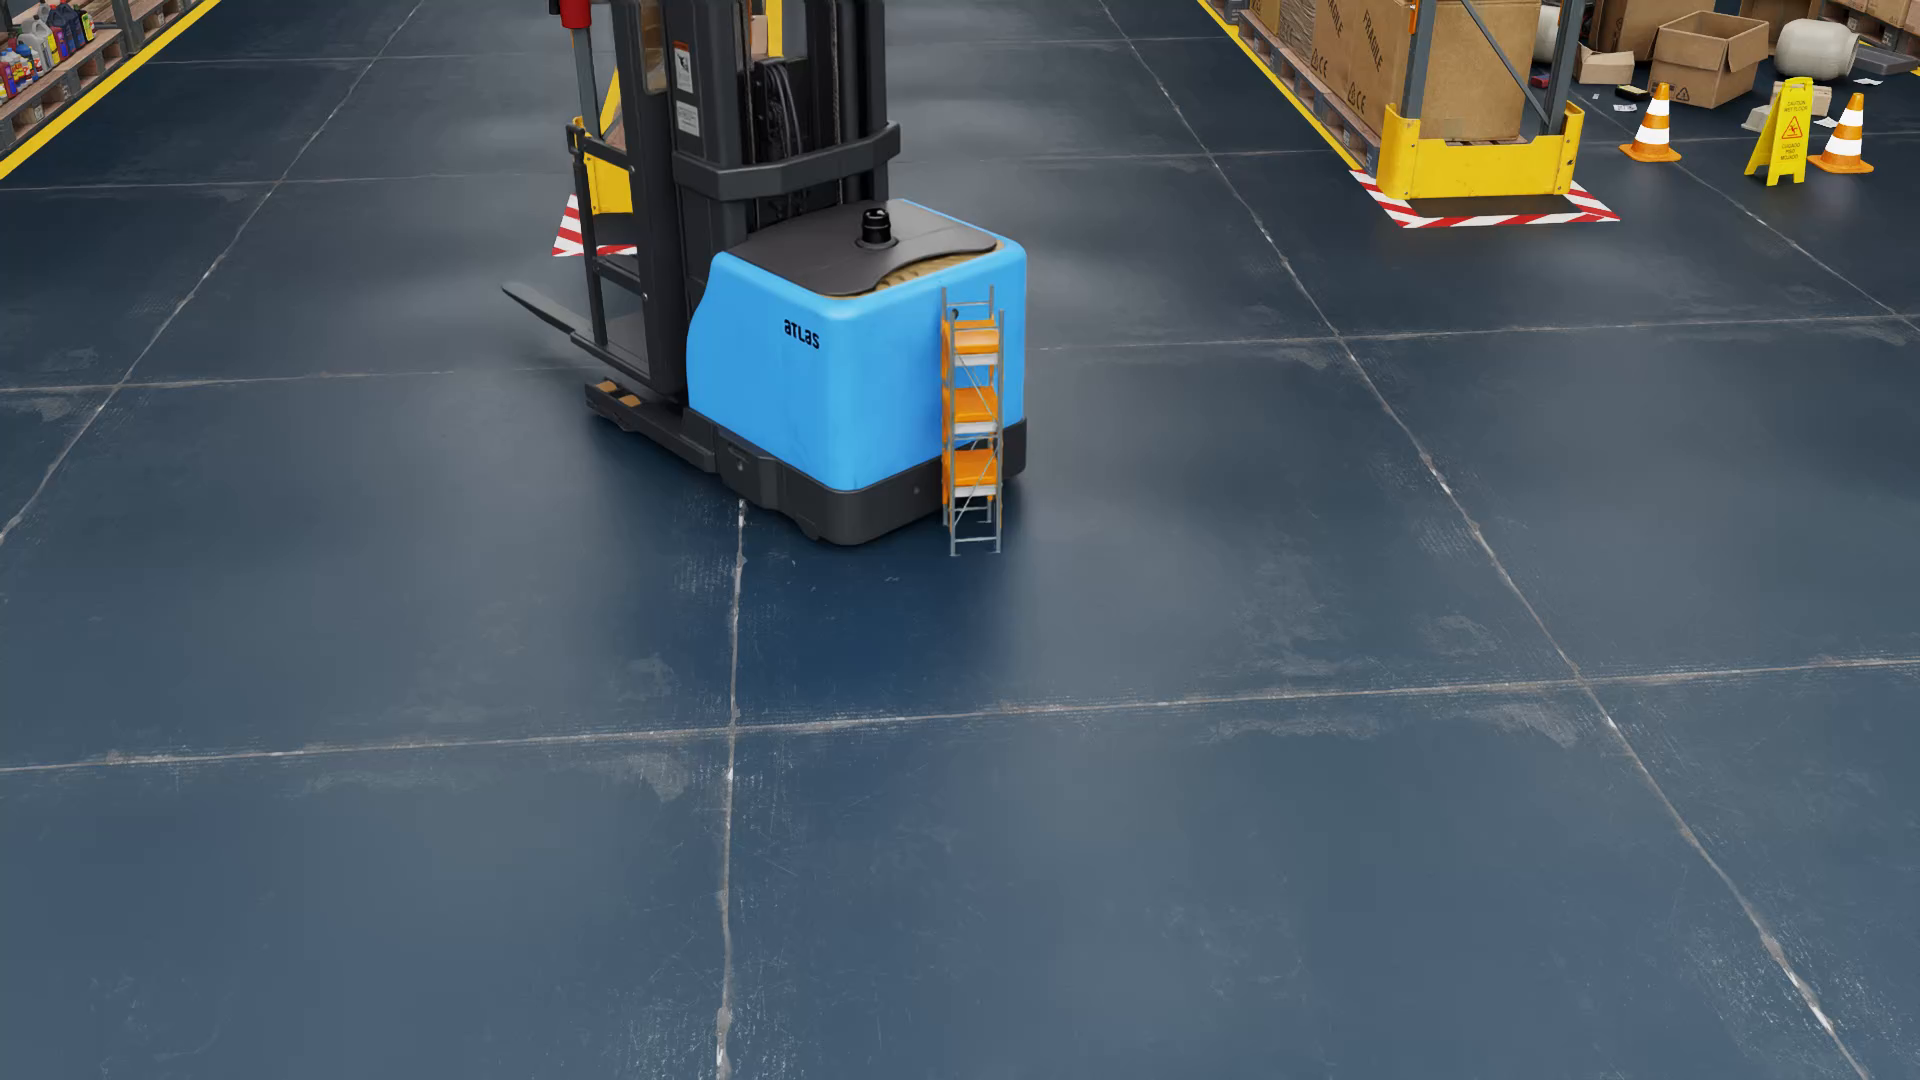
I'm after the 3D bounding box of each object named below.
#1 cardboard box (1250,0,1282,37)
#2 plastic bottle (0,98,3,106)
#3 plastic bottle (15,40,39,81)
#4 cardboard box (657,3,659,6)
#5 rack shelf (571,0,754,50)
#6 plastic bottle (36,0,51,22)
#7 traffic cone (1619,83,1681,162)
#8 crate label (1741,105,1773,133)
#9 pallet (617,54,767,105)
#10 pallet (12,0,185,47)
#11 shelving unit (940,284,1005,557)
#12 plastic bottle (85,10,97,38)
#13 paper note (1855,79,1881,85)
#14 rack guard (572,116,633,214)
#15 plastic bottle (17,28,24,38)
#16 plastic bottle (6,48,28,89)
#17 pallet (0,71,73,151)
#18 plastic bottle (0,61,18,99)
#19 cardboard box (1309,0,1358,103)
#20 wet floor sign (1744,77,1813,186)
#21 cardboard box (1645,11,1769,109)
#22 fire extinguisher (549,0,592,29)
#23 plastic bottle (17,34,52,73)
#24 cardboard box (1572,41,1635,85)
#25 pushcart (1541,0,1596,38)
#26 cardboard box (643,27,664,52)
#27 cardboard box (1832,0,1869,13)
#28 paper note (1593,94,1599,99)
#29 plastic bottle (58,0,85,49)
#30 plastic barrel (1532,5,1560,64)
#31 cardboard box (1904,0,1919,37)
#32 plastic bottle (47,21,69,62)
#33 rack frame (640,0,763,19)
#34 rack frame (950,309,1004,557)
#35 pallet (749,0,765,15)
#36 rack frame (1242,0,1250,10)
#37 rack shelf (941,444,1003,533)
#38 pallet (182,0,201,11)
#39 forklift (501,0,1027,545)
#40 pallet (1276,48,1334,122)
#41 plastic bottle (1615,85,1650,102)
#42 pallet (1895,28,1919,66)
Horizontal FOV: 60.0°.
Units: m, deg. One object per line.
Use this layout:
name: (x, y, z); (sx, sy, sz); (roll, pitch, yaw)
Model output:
cardboard box: (2.833, -4.501, 13.024); (0.875, 0.875, 0.875); (-2, 31, -4)
plastic bottle: (-6.520, -3.050, 11.163); (0.097, 0.271, 0.097); (0, 31, 0)
plastic bottle: (-6.581, -3.380, 11.715); (0.097, 0.271, 0.097); (0, 31, 0)
cardboard box: (-1.909, -3.668, 11.993); (0.500, 0.500, 0.500); (-5, 31, -9)
rack shelf: (-1.917, -4.042, 11.293); (1.077, 0.370, 4.000); (-3, 31, -5)
plastic bottle: (-6.831, -3.864, 12.448); (0.144, 0.351, 0.185); (-3, 31, -5)
traffic cone: (4.582, -2.766, 10.929); (0.336, 0.463, 0.334); (-3, 31, -5)
crate label: (5.603, -2.905, 11.480); (0.250, 0.136, 0.298); (-20, 36, -30)
pallet: (-1.889, -3.209, 11.917); (1.003, 0.211, 1.213); (-3, 31, -5)
pallet: (-7.147, -4.336, 13.804); (1.003, 0.211, 1.213); (-3, 31, -5)
shelving unit: (0.046, -0.454, 6.486); (0.215, 1.050, 0.252); (-4, 31, -6)
plastic bottle: (-6.691, -3.952, 12.741); (0.097, 0.201, 0.097); (0, 31, 0)
paper note: (6.828, -3.451, 12.497); (0.142, 0.019, 0.148); (-14, 33, -22)
rack guard: (-1.737, -2.295, 10.105); (1.175, 0.500, 0.348); (-3, 31, -5)
plastic bottle: (-6.739, -3.561, 12.007); (0.061, 0.283, 0.133); (-3, 31, -5)
plastic bottle: (-6.562, -3.277, 11.542); (0.097, 0.271, 0.097); (0, 31, 0)
pallet: (-6.897, -2.968, 11.513); (1.003, 0.211, 1.213); (-3, 31, -5)
plastic bottle: (-6.523, -3.172, 11.355); (0.061, 0.283, 0.133); (-2, 31, -4)
cardboard box: (3.004, -3.576, 11.474); (0.875, 0.875, 0.875); (-3, 31, -5)
wet floor sign: (5.192, -2.585, 10.448); (0.267, 0.644, 0.232); (-8, 32, -13)
cardboard box: (5.452, -3.508, 12.133); (0.637, 0.503, 0.797); (27, 40, 37)
fire extinguisher: (-2.178, -3.216, 9.284); (0.296, 0.674, 0.183); (-3, 31, -5)
plastic bottle: (-6.629, -3.493, 11.900); (0.152, 0.276, 0.135); (-2, 31, -4)
cardboard box: (4.838, -3.595, 12.509); (0.396, 0.266, 0.258); (2, 31, 4)
pushcart: (5.498, -4.586, 14.060); (1.648, 0.377, 0.936); (-14, 33, -22)
cardboard box: (-1.862, -3.060, 10.976); (0.500, 0.500, 0.500); (5, 31, 8)
cardboard box: (7.549, -4.532, 13.685); (0.500, 0.250, 0.500); (-4, 31, -7)
paper note: (4.659, -3.250, 12.181); (0.032, 0.001, 0.123); (13, 33, 21)
plastic bottle: (-6.688, -3.871, 12.460); (0.144, 0.351, 0.185); (-4, 31, -6)
plastic barrel: (4.477, -3.946, 12.944); (0.512, 0.421, 0.421); (20, 36, 29)
cardboard box: (7.662, -3.990, 12.776); (0.500, 0.250, 0.500); (-3, 31, -5)
plastic bottle: (-6.613, -3.663, 12.177); (0.061, 0.283, 0.133); (-1, 31, -1)
rack frame: (-2.104, -5.372, 12.818); (1.000, 3.000, 0.127); (-3, 31, -5)
rack frame: (0.062, -0.392, 6.383); (0.200, 1.050, 0.008); (-4, 31, -6)
pallet: (-2.178, -4.572, 14.199); (1.003, 0.211, 1.213); (-3, 31, -5)
rack frame: (2.844, -5.558, 13.130); (1.000, 3.000, 0.127); (-3, 31, -5)
rack shelf: (0.046, -0.206, 6.634); (0.215, 0.259, 0.240); (-4, 31, -6)
pallet: (-7.264, -4.961, 14.849); (1.003, 0.211, 1.213); (-3, 31, -5)
forklift: (-1.080, -1.908, 7.085); (1.130, 2.935, 3.031); (-25, 39, -35)
pallet: (2.954, -3.344, 12.143); (1.003, 0.211, 1.213); (-3, 31, -5)
plastic bottle: (4.900, -3.280, 12.181); (0.133, 0.061, 0.283); (-14, 33, -22)
pallet: (7.978, -3.684, 12.712); (1.003, 0.211, 1.213); (-3, 31, -5)
